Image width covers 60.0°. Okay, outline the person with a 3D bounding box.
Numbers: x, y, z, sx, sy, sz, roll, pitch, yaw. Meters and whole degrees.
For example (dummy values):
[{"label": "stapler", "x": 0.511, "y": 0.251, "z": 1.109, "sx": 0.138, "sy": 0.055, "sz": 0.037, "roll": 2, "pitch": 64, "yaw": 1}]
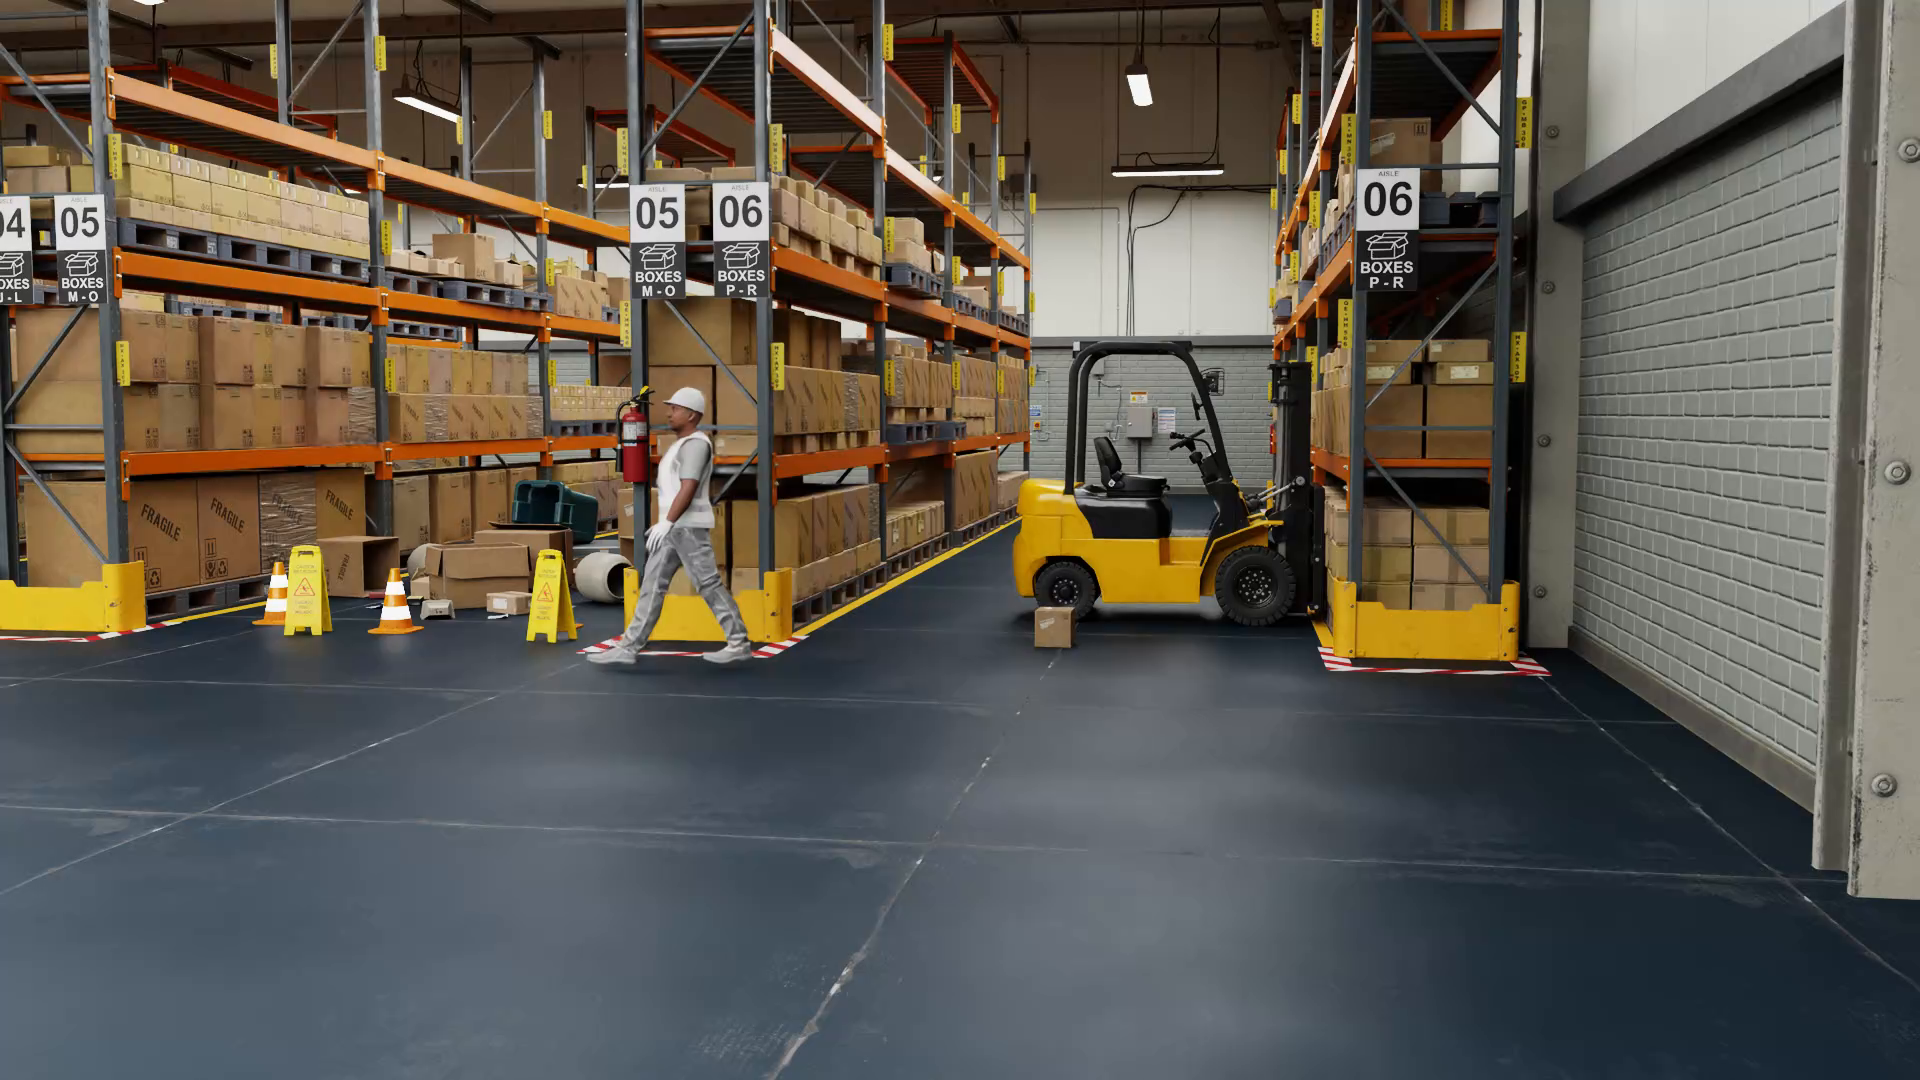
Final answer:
[{"label": "person", "x": -1.803, "y": -0.081, "z": 10.312, "sx": 1.003, "sy": 1.727, "sz": 0.597, "roll": -2, "pitch": 5, "yaw": -20}]
